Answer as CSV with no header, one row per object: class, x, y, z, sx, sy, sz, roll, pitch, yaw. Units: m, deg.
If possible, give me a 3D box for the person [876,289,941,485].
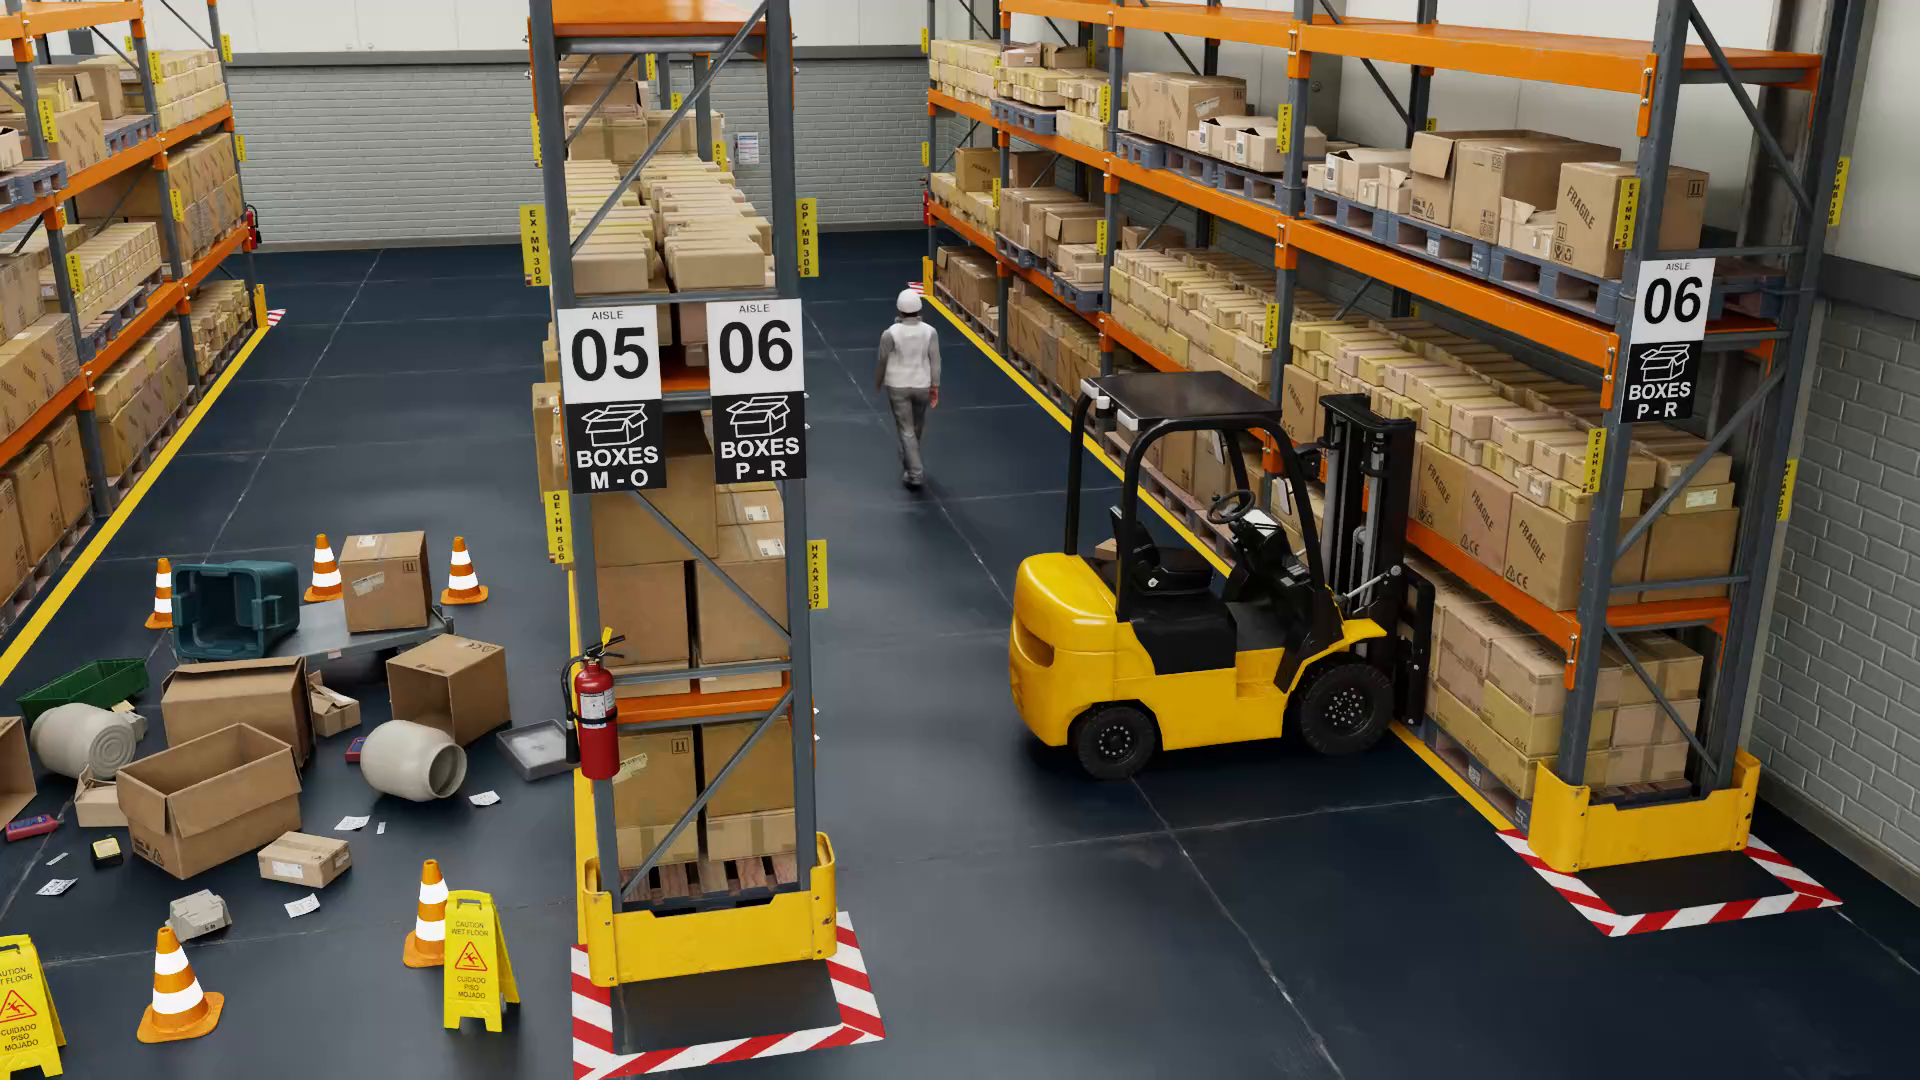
person,-0.499,-1.444,15.065,0.549,1.716,1.018,-7,21,-18
